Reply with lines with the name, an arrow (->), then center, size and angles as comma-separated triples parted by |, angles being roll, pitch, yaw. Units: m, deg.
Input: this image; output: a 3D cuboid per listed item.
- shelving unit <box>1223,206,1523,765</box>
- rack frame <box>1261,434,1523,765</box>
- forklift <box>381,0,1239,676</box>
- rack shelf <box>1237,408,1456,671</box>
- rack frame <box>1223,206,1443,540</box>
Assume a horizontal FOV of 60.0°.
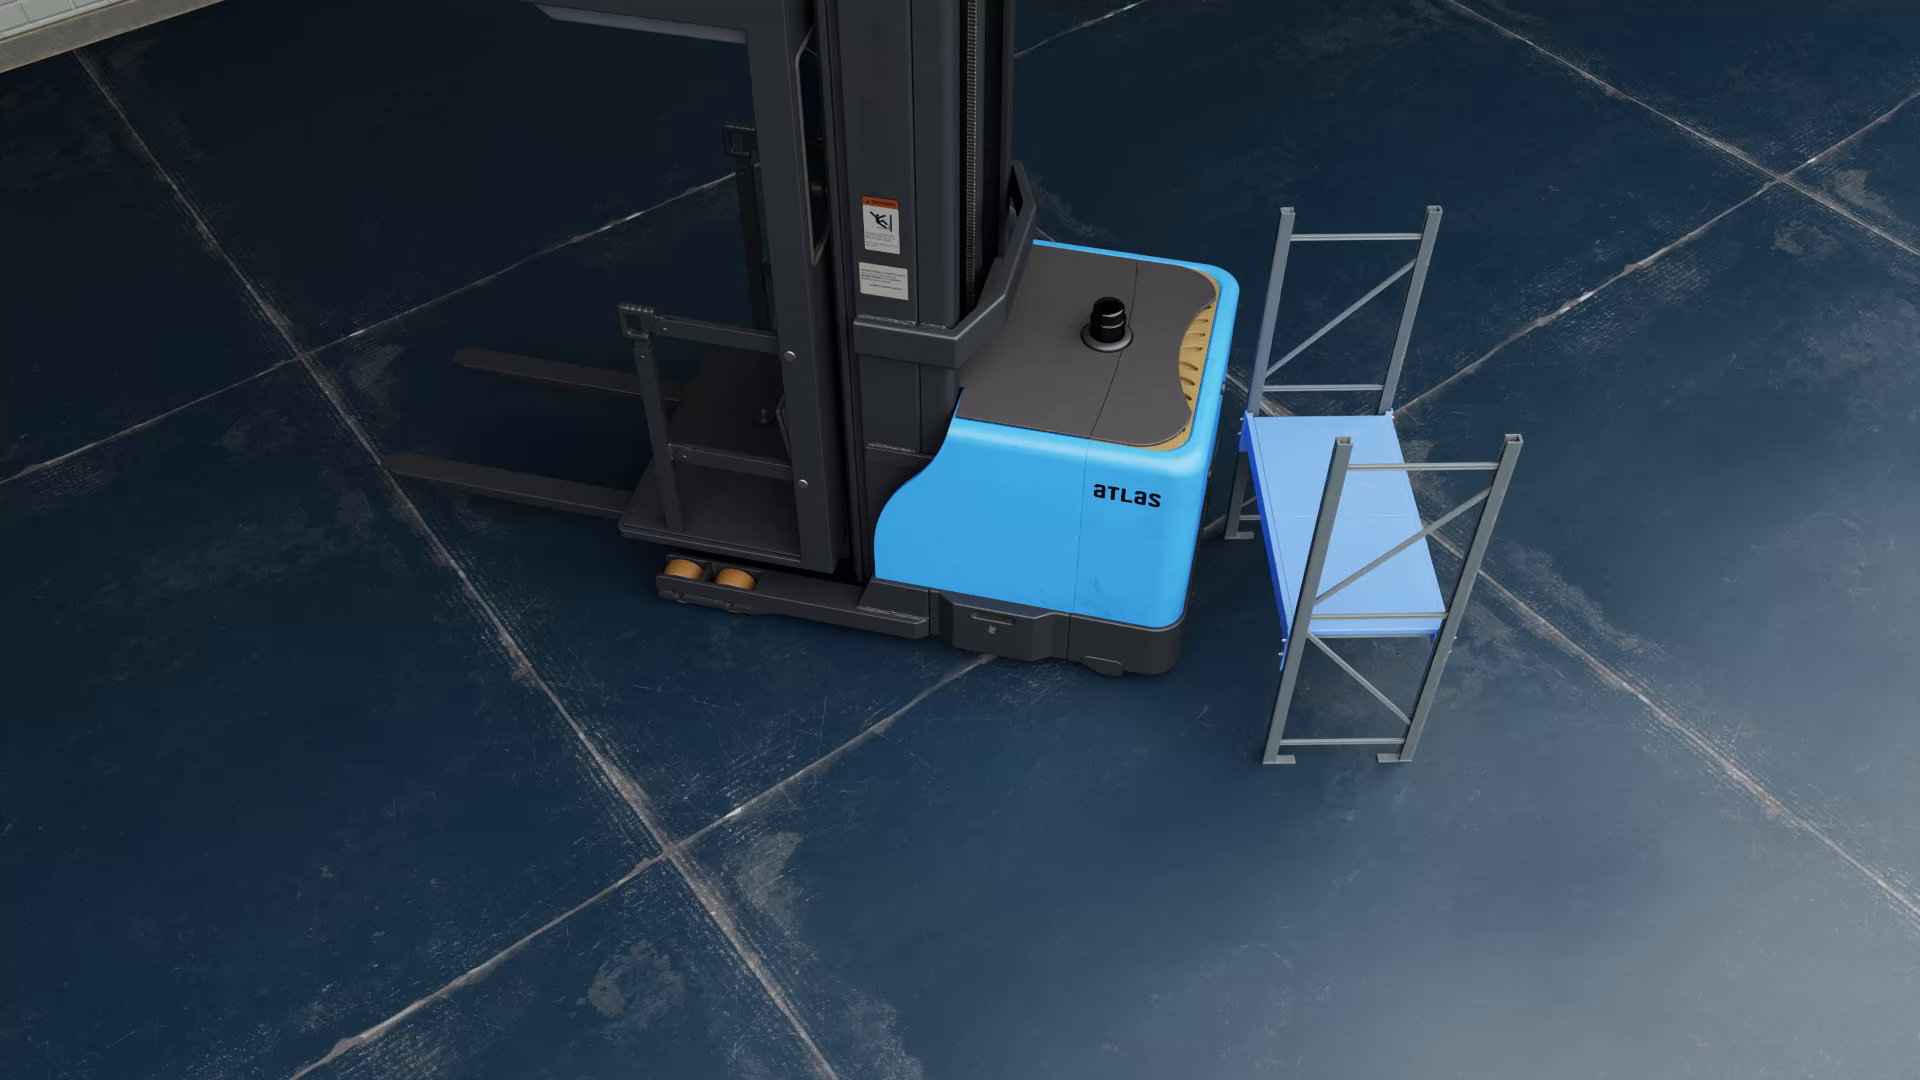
shelving unit -> 1.253, -0.144, 5.368 | 0.538, 1.500, 1.048 | -1, 48, -1
rack frame -> 1.262, 0.233, 5.026 | 0.500, 1.500, 0.032 | -1, 48, -1
forklift -> -0.613, -1.093, 5.262 | 3.031, 2.935, 1.130 | 10, 49, 9
rack shelf -> 1.253, -0.023, 5.501 | 0.538, 0.185, 1.000 | -1, 48, -1
rack frame -> 1.244, -0.520, 5.709 | 0.500, 1.500, 0.032 | -1, 48, -1
